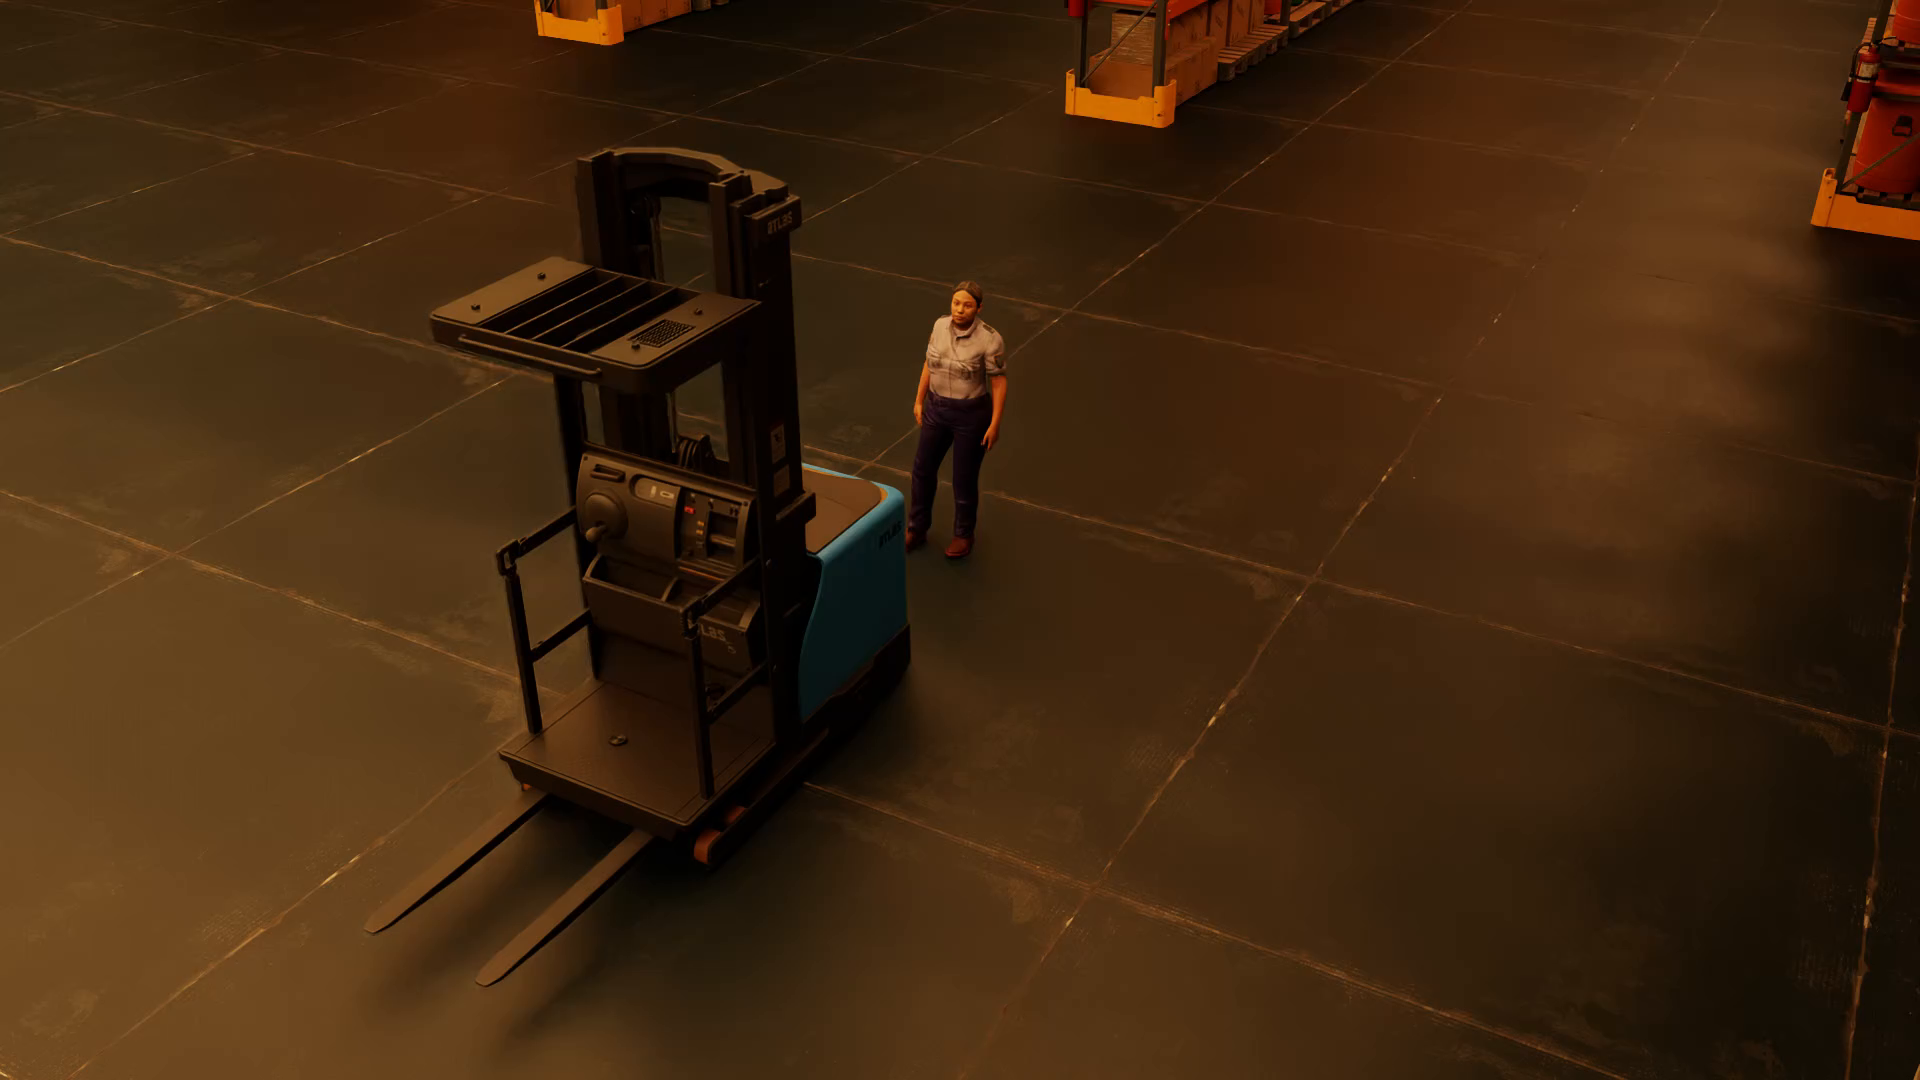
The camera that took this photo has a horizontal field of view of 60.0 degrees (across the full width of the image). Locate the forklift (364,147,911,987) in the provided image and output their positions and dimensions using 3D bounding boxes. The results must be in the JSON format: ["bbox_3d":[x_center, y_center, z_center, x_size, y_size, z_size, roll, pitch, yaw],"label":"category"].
[{"bbox_3d":[-1.416,-0.067,7.186,1.130,2.935,3.031,16,33,25],"label":"forklift"}]

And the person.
[{"bbox_3d":[-0.061,-0.665,9.519,0.609,1.645,0.503,16,34,26],"label":"person"}]
